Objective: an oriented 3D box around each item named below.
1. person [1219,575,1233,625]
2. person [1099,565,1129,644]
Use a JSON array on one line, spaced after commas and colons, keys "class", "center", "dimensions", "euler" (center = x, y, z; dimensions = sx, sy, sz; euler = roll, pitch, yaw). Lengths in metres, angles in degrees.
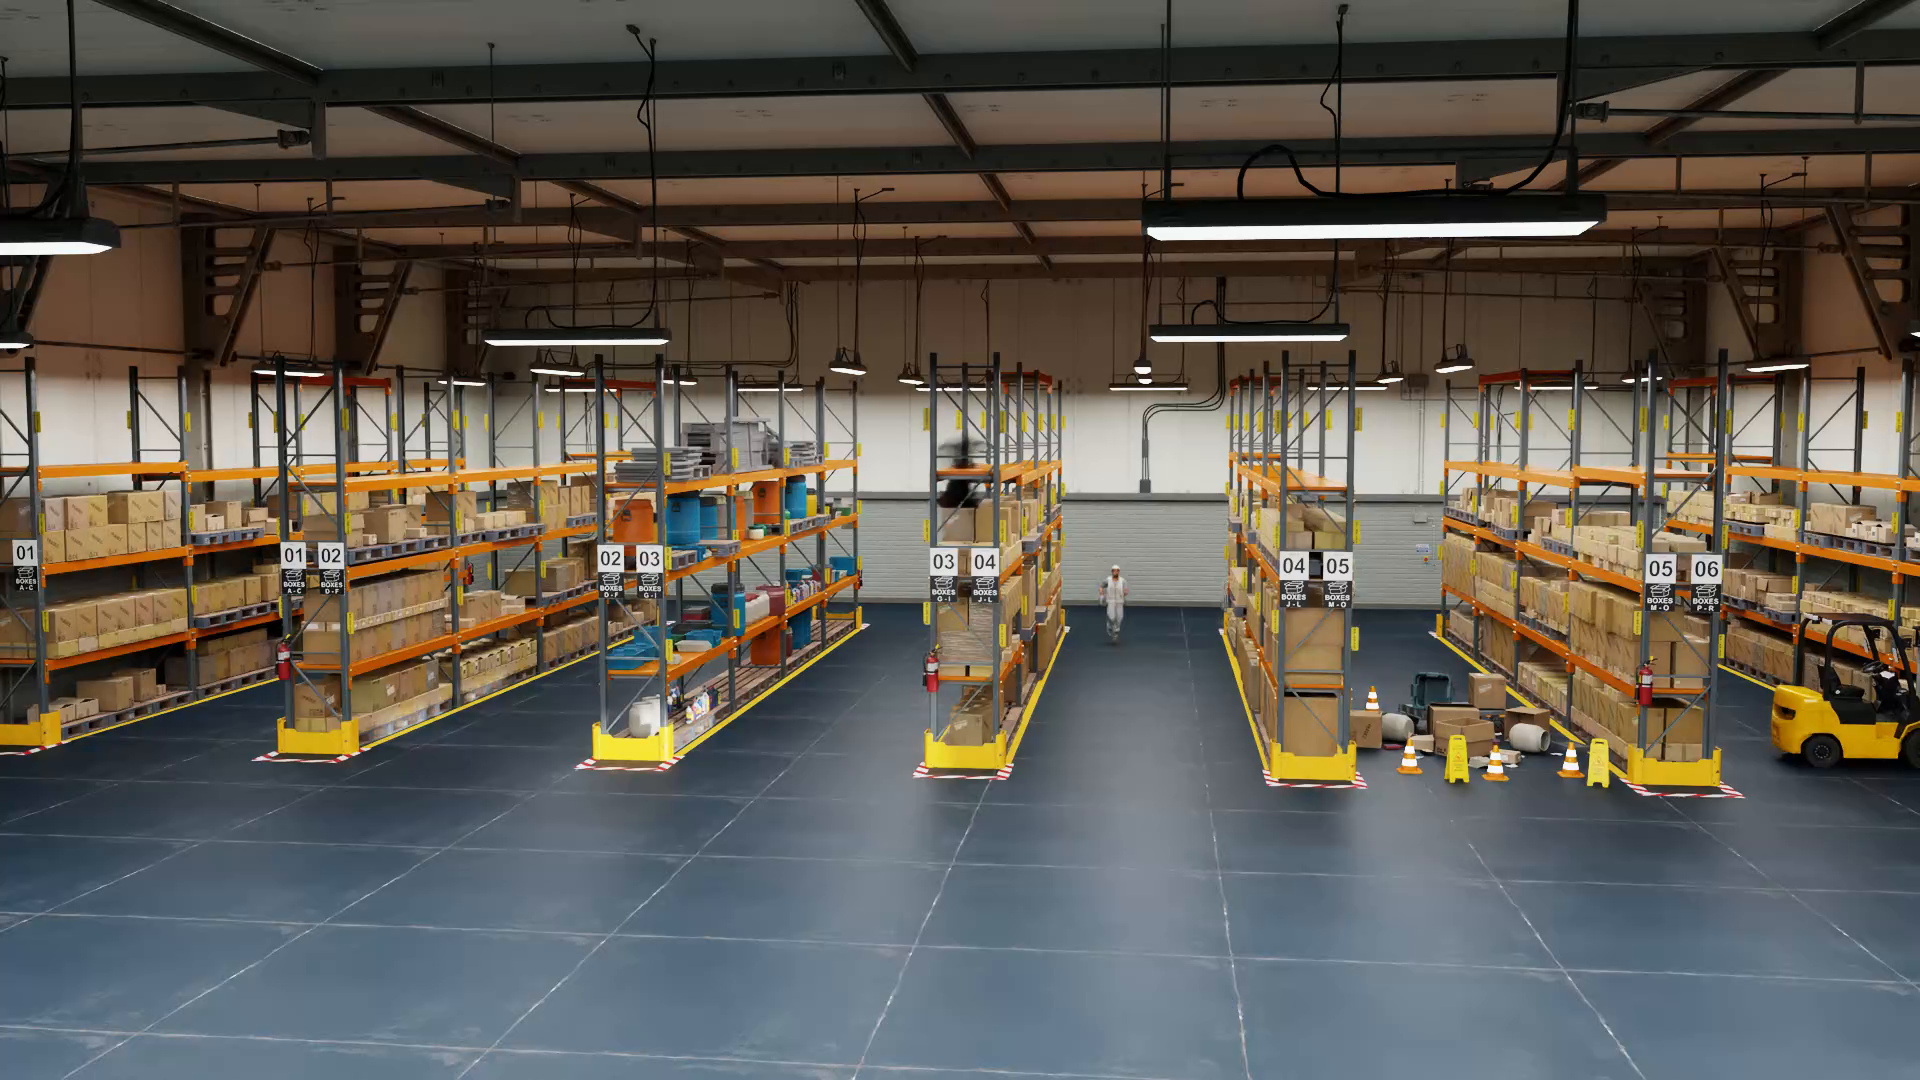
[{"class": "person", "center": [6.624, 1.291, 40.664], "dimensions": [0.721, 1.714, 0.766], "euler": [1, 4, 20]}, {"class": "person", "center": [3.495, 1.455, 37.551], "dimensions": [0.641, 1.781, 0.699], "euler": [0, 4, -5]}]
